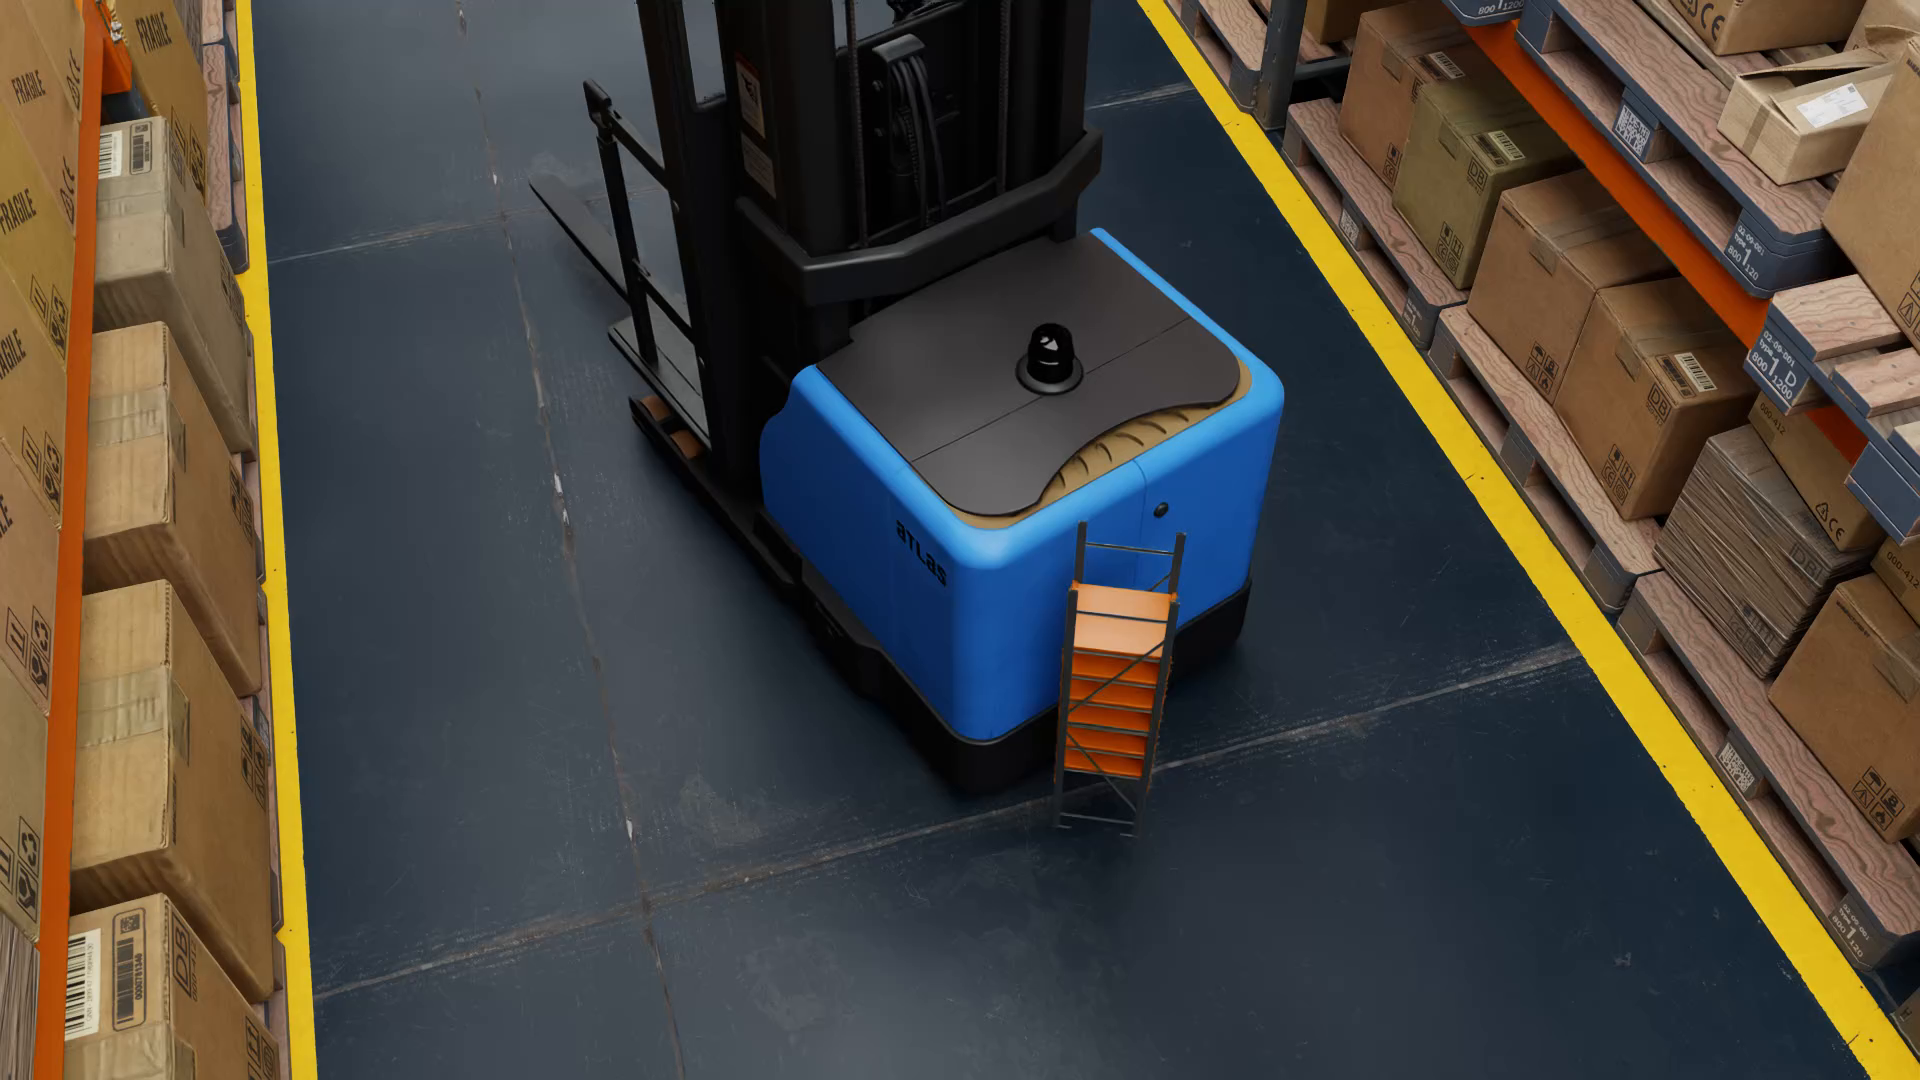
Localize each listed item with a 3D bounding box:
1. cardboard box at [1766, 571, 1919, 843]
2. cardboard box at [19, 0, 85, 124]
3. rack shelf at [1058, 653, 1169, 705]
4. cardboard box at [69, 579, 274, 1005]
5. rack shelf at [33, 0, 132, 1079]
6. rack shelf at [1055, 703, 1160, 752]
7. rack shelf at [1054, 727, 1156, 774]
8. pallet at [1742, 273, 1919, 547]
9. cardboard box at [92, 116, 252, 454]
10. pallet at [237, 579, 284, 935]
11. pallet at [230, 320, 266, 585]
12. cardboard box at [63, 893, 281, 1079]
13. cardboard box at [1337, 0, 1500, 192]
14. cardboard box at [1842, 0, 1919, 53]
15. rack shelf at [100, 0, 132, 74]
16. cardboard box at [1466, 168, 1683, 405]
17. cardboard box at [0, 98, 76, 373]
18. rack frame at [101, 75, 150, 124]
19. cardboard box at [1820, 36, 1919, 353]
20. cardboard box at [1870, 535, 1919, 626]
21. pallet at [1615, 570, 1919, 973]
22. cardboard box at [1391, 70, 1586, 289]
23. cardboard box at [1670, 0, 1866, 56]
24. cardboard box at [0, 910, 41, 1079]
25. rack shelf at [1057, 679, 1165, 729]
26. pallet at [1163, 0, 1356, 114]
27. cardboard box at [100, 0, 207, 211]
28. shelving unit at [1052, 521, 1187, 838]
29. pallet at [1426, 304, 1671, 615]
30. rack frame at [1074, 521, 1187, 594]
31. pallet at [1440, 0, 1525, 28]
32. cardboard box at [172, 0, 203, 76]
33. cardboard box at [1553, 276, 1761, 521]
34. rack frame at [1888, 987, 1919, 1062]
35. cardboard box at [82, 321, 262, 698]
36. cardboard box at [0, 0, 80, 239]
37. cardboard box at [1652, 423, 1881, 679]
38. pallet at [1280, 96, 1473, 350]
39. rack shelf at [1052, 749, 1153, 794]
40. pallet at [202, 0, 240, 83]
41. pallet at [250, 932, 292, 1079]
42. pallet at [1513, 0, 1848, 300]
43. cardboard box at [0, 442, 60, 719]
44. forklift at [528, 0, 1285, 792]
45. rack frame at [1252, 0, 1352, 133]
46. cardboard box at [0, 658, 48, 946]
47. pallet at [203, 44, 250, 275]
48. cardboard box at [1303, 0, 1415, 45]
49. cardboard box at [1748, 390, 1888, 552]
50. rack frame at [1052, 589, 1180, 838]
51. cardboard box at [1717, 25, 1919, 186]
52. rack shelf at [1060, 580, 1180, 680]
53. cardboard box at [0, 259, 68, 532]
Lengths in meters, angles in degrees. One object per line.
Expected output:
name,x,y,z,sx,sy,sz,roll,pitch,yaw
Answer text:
cardboard box,2.638,0.357,4.334,0.700,0.500,0.500,-16,52,-13
cardboard box,-2.686,-1.408,4.409,0.500,0.500,0.500,-14,51,-11
rack shelf,0.374,0.277,3.968,0.258,0.103,0.180,7,56,6
cardboard box,-2.269,0.712,3.884,1.050,0.750,0.750,-13,51,-10
rack shelf,-2.504,-0.003,3.762,1.077,0.370,4.000,-13,51,-11
rack shelf,0.378,0.413,4.166,0.258,0.103,0.180,7,56,6
rack shelf,0.380,0.481,4.265,0.258,0.103,0.180,7,56,6
pallet,2.542,-0.257,3.630,1.213,0.211,1.003,-13,51,-11
cardboard box,-2.826,-0.673,5.052,1.050,0.750,0.750,-14,51,-11
pallet,-2.431,0.642,4.571,1.003,0.211,1.213,-13,51,-11
pallet,-2.796,-0.251,5.323,1.003,0.211,1.213,-13,51,-11
cardboard box,-2.007,1.350,3.347,1.050,0.750,0.750,-14,51,-11
cardboard box,1.833,-1.627,6.006,0.700,0.500,0.500,-17,52,-14
cardboard box,2.579,-1.185,4.111,0.500,0.250,0.500,-15,51,-12
rack shelf,-3.687,-2.925,6.224,1.077,0.370,4.000,-13,51,-11
cardboard box,2.122,-0.865,5.365,0.700,0.500,0.500,-17,52,-14
cardboard box,-2.387,-0.669,3.787,0.500,0.500,0.500,-13,51,-11
rack frame,-3.096,-1.696,4.718,1.000,3.000,0.127,-13,51,-11
cardboard box,2.396,-0.760,3.589,0.700,0.500,0.500,-7,50,-6
cardboard box,2.628,0.117,4.046,0.500,0.250,0.500,-11,51,-9
pallet,2.625,0.505,4.686,1.003,0.211,1.213,-13,51,-11
cardboard box,1.956,-1.274,5.709,0.700,0.500,0.500,-14,51,-11
cardboard box,2.273,-1.667,4.351,0.797,0.503,0.637,-9,50,-7
cardboard box,-1.788,0.804,2.545,0.500,0.500,0.500,-13,51,-11
rack shelf,0.376,0.345,4.067,0.258,0.103,0.180,7,56,6
pallet,1.440,-2.327,7.074,1.003,0.211,1.213,-13,51,-11
cardboard box,-3.215,-1.622,5.770,0.875,0.875,0.875,-13,51,-10
shelving unit,0.377,0.387,4.130,0.258,1.200,0.189,7,56,6
pallet,2.268,-0.384,5.436,1.003,0.211,1.213,-13,51,-11
rack frame,0.391,0.313,4.181,0.240,1.200,0.006,7,56,6
pallet,1.759,-2.091,5.176,1.003,0.211,1.213,-13,51,-11
cardboard box,-3.485,-2.279,6.325,0.875,0.875,0.875,-13,51,-11
cardboard box,2.287,-0.458,5.021,0.700,0.500,0.500,-9,51,-8
rack frame,2.855,0.178,3.138,1.000,3.000,0.127,-13,51,-11
cardboard box,-2.545,0.032,4.458,1.050,0.750,0.750,-13,51,-11
cardboard box,-2.537,-1.039,4.098,0.500,0.500,0.500,-14,51,-11
cardboard box,2.461,-0.045,4.674,0.700,0.500,0.500,-17,52,-14
pallet,1.904,-1.277,6.188,1.003,0.211,1.213,-13,51,-11
rack shelf,0.381,0.548,4.364,0.258,0.103,0.180,7,56,6
pallet,-3.611,-2.263,7.020,1.003,0.211,1.213,-13,51,-11
pallet,-2.074,1.531,3.821,1.003,0.211,1.213,-13,51,-11
pallet,2.230,-1.197,4.423,1.003,0.211,1.213,-13,51,-11
cardboard box,-2.090,0.065,3.168,0.500,0.500,0.500,-13,51,-11
forklift,-0.427,-1.345,4.467,1.130,2.935,3.031,-29,56,-22
rack frame,1.672,-2.744,5.601,1.000,3.000,0.127,-13,51,-11
cardboard box,-1.941,0.434,2.857,0.500,0.500,0.500,-14,51,-11
pallet,-3.246,-1.370,6.267,1.003,0.211,1.213,-13,51,-11
cardboard box,1.592,-2.375,6.650,0.500,0.500,0.500,-15,51,-12
cardboard box,2.462,-0.268,4.371,0.500,0.250,0.500,-8,50,-7
rack frame,0.363,0.462,4.079,0.240,1.200,0.006,7,56,6
cardboard box,2.104,-1.071,4.004,0.396,0.266,0.258,-15,51,-12
rack shelf,0.372,0.209,3.870,0.258,0.103,0.180,7,56,6
cardboard box,-2.235,-0.299,3.475,0.500,0.500,0.500,-14,51,-11
